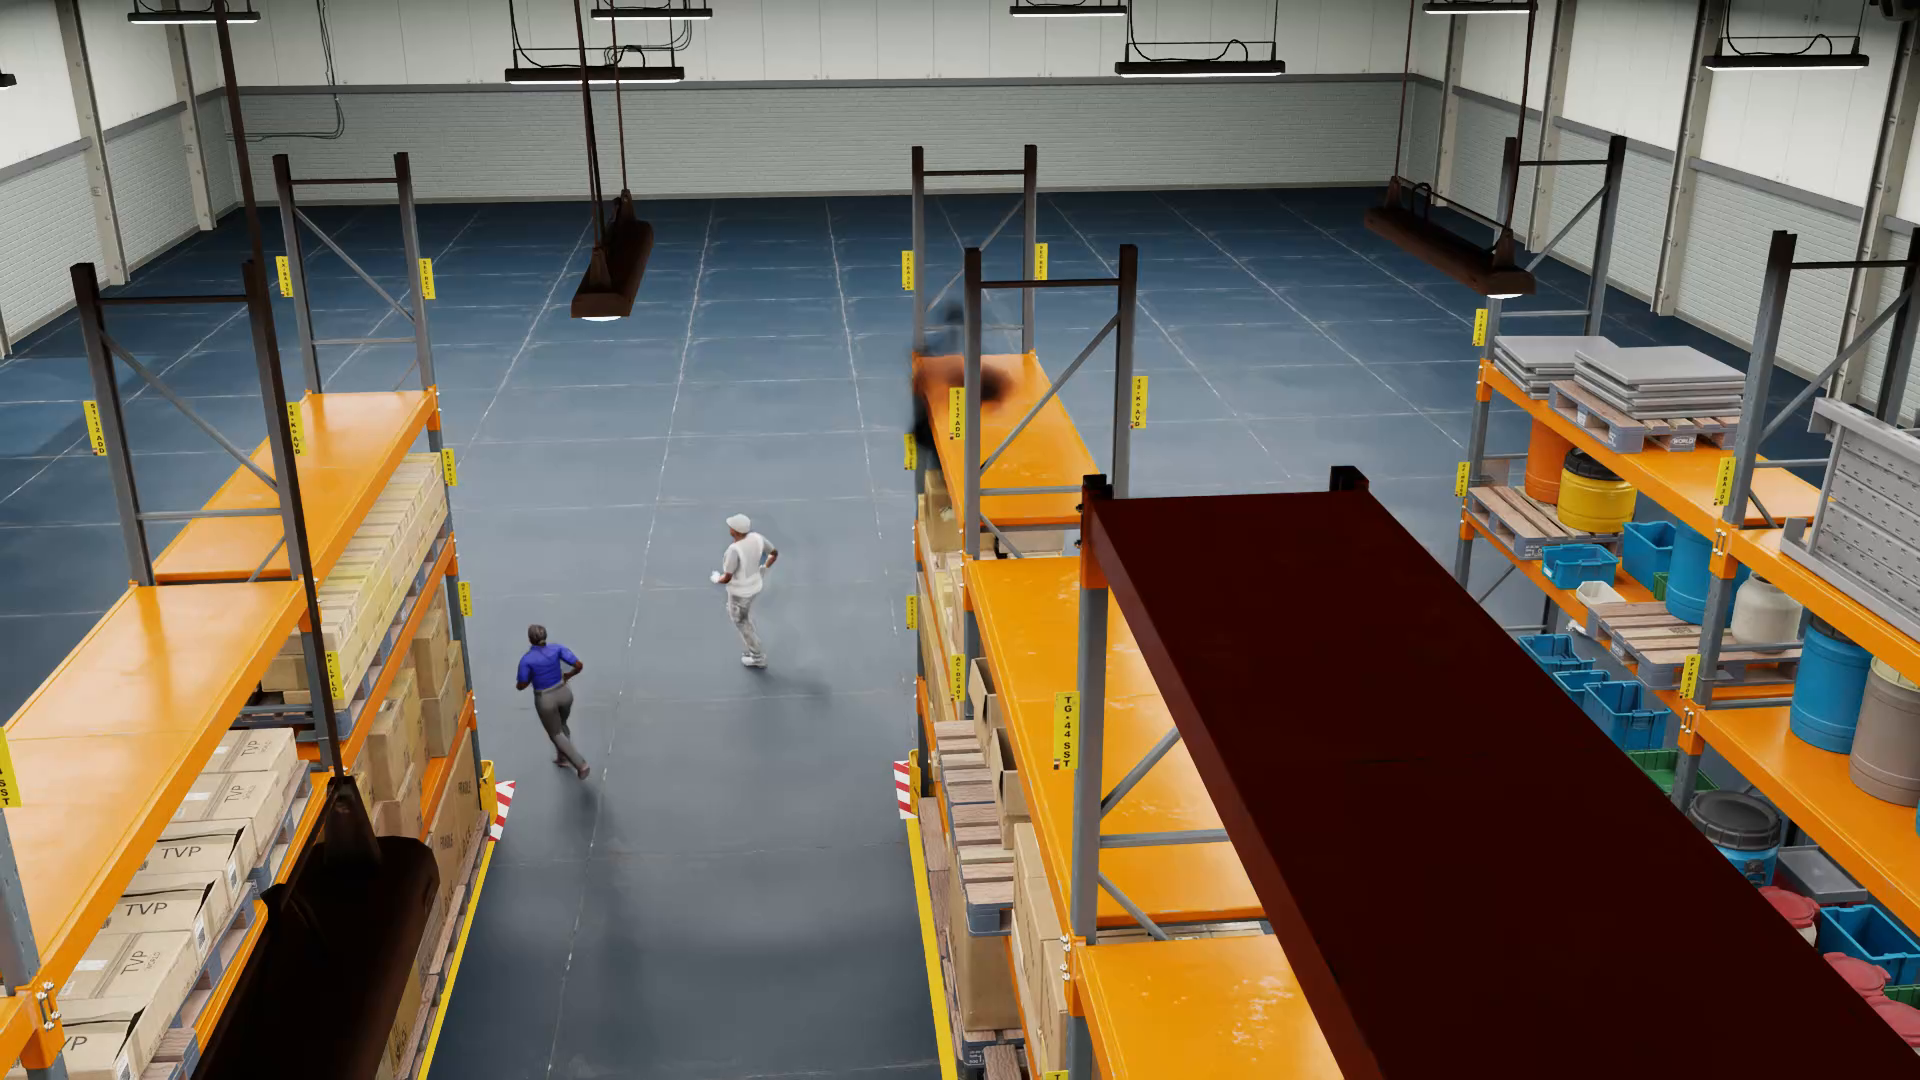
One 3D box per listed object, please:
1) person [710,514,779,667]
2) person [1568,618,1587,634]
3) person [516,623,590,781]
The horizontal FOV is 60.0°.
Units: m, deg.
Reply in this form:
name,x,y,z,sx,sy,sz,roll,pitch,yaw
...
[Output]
name,x,y,z,sx,sy,sz,roll,pitch,yaw
person,-2.362,0.508,17.972,0.619,1.735,0.696,12,24,27
person,6.982,0.286,18.643,0.639,1.642,0.541,8,23,20
person,-3.830,1.551,15.592,0.613,1.660,0.818,-16,26,-34
